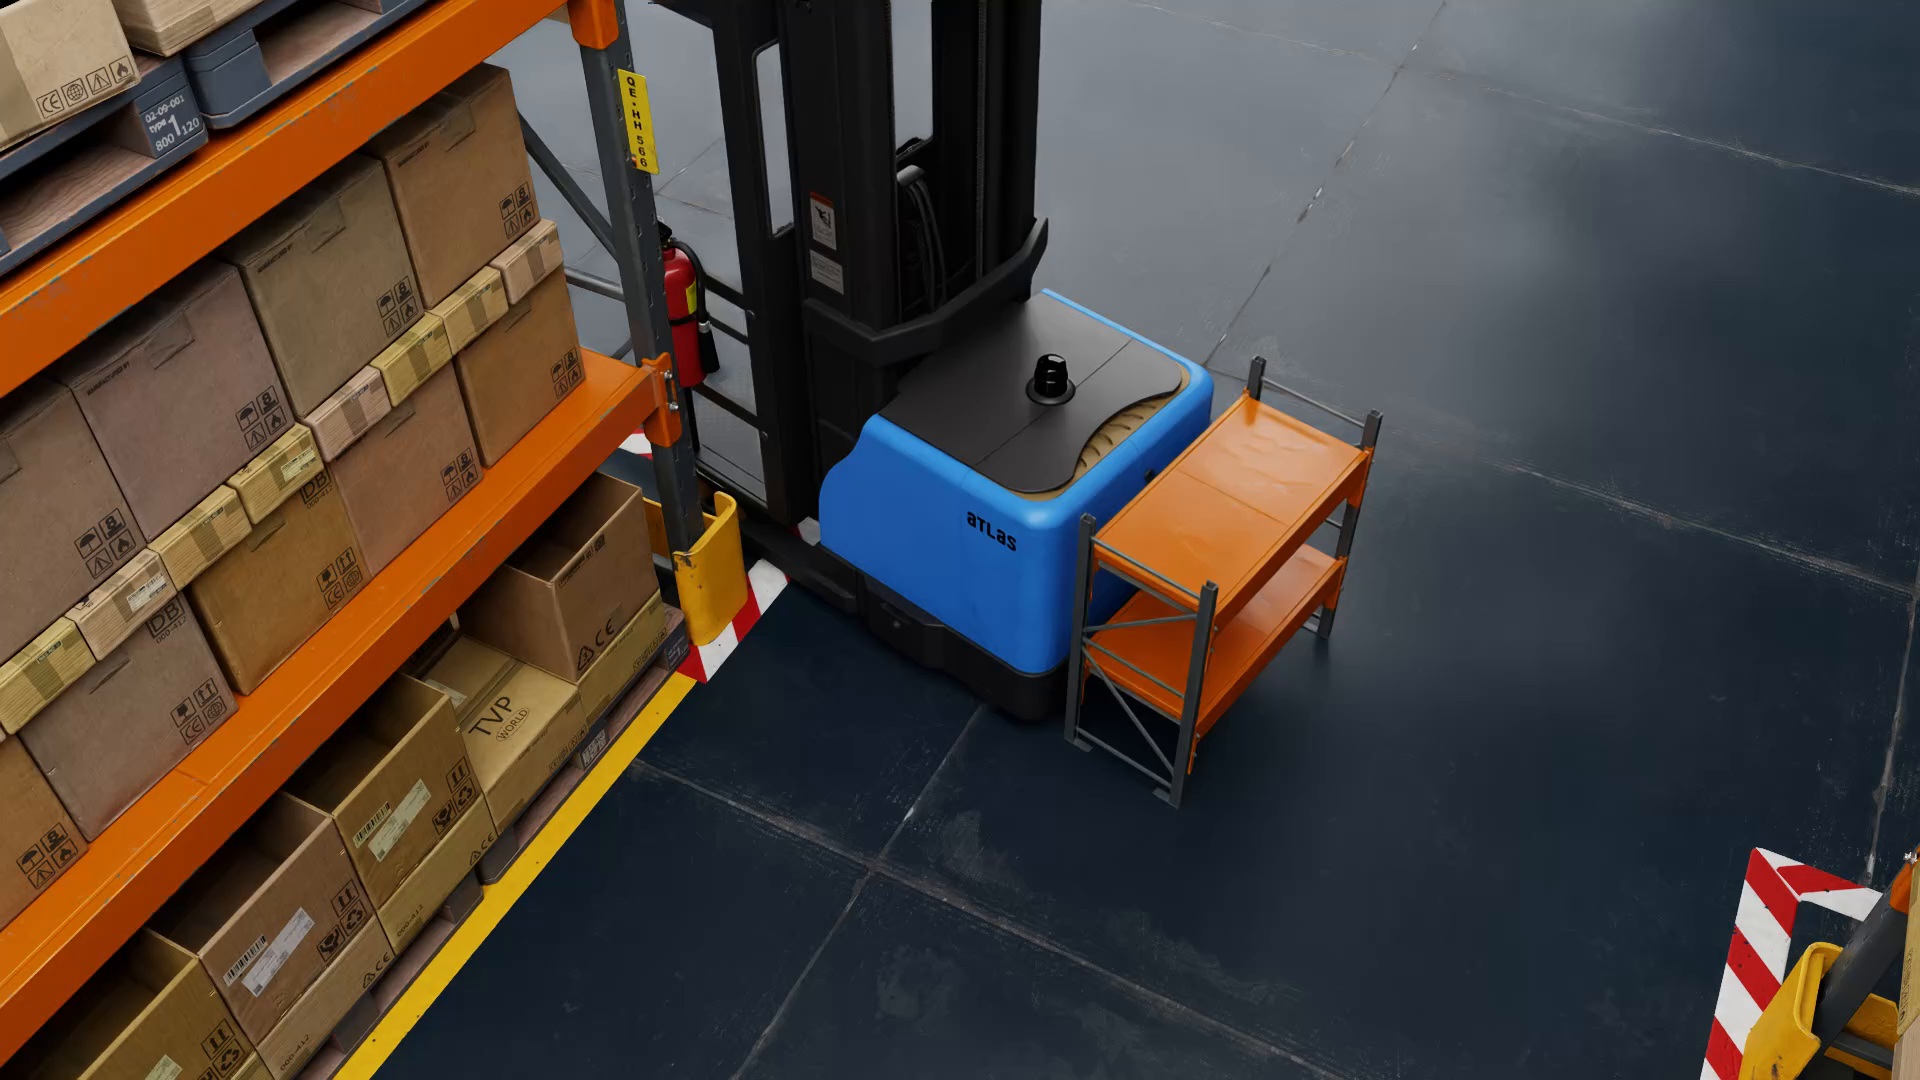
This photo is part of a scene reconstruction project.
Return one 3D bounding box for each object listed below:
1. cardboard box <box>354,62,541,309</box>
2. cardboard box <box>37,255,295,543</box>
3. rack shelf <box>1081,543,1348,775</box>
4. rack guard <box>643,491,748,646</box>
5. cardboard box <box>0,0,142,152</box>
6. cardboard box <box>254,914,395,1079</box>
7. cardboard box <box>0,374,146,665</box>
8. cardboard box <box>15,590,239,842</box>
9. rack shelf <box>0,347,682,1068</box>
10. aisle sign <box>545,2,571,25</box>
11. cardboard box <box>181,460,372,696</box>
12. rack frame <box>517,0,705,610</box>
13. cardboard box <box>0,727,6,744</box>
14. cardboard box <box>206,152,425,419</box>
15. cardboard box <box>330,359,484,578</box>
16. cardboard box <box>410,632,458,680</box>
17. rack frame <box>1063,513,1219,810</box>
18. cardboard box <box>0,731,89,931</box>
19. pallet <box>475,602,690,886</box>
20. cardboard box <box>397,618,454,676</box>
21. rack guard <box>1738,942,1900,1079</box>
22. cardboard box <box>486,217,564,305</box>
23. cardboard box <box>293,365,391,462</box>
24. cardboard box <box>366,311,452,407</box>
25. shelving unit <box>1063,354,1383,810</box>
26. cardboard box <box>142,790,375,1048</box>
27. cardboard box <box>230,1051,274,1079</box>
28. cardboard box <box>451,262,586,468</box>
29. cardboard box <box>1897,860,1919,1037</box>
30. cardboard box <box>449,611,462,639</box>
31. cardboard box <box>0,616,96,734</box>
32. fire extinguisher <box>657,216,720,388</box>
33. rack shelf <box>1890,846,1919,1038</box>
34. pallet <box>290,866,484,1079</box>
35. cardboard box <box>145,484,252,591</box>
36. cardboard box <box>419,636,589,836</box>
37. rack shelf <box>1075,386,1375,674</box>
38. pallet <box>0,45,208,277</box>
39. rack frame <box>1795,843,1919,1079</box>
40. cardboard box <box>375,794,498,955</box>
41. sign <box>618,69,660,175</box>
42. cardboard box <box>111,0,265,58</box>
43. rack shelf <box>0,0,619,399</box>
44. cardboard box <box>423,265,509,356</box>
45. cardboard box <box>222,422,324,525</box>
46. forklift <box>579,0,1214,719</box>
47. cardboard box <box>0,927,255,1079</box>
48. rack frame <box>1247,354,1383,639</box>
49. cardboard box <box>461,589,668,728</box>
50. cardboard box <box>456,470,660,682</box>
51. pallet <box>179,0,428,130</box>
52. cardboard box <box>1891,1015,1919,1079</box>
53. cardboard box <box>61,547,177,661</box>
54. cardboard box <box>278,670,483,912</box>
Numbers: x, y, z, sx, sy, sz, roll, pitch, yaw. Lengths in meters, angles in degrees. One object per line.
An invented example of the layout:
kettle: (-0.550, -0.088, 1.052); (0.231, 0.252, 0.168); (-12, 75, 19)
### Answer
cardboard box: (-1.669, -1.087, 4.733); (0.700, 0.500, 0.500); (21, 49, 19)
cardboard box: (-2.142, -0.436, 4.090); (0.700, 0.500, 0.500); (21, 49, 19)
rack shelf: (0.900, 0.319, 5.987); (0.538, 0.278, 1.000); (30, 52, 26)
rack guard: (-1.405, -0.055, 6.453); (1.175, 0.500, 0.348); (20, 49, 19)
cardboard box: (-1.976, -0.976, 3.166); (0.500, 0.311, 0.500); (26, 51, 23)
cardboard box: (-2.089, 1.284, 5.010); (0.500, 0.250, 0.500); (20, 49, 19)
cardboard box: (-2.374, -0.120, 3.778); (0.700, 0.500, 0.500); (20, 49, 19)
cardboard box: (-2.361, 0.312, 4.262); (0.700, 0.500, 0.500); (22, 49, 20)
rack shelf: (-2.345, 0.594, 4.560); (1.077, 0.370, 4.000); (20, 49, 19)
aisle sign: (-1.126, -1.777, 4.570); (0.394, 0.787, 0.004); (20, 49, 19)
cardboard box: (-2.120, -0.021, 4.591); (0.700, 0.500, 0.500); (21, 49, 19)
rack frame: (-1.417, -0.919, 5.549); (1.000, 3.000, 0.127); (20, 49, 19)
cardboard box: (-2.382, 0.419, 3.700); (0.380, 0.149, 0.250); (19, 48, 18)
cardboard box: (-1.908, -0.754, 4.404); (0.700, 0.500, 0.500); (19, 48, 18)
cardboard box: (-1.884, -0.332, 4.899); (0.700, 0.500, 0.500); (22, 49, 20)
cardboard box: (-2.091, 0.481, 5.804); (0.500, 0.250, 0.500); (20, 49, 19)
rack frame: (0.580, 0.429, 5.535); (0.500, 1.125, 0.032); (30, 52, 26)
cardboard box: (-2.598, 0.635, 3.943); (0.700, 0.500, 0.500); (21, 49, 20)
pallet: (-1.734, 0.557, 6.051); (1.003, 0.211, 1.213); (20, 49, 19)
cardboard box: (-2.093, 0.216, 5.538); (0.500, 0.500, 0.500); (20, 49, 19)
rack guard: (2.938, 1.641, 4.777); (1.175, 0.500, 0.348); (20, 49, 19)
cardboard box: (-1.425, -0.879, 4.983); (0.380, 0.149, 0.250); (20, 49, 18)
cardboard box: (-1.783, -0.394, 4.504); (0.380, 0.149, 0.250); (21, 49, 20)
cardboard box: (-1.664, -0.552, 4.660); (0.380, 0.149, 0.250); (20, 49, 18)
shelving unit: (0.900, 0.148, 5.813); (0.538, 1.125, 1.048); (30, 52, 26)
cardboard box: (-2.086, 1.022, 4.742); (0.500, 0.500, 0.500); (20, 49, 19)
cardboard box: (-2.316, 1.601, 4.696); (0.500, 0.250, 0.500); (20, 49, 19)
cardboard box: (-1.645, -0.664, 5.227); (0.700, 0.500, 0.500); (20, 49, 19)
cardboard box: (2.465, 0.963, 3.781); (0.500, 0.250, 0.500); (19, 48, 18)
cardboard box: (-1.863, 0.164, 6.117); (0.500, 0.250, 0.500); (20, 49, 19)
cardboard box: (-2.261, 0.255, 3.862); (0.380, 0.149, 0.250); (20, 49, 19)
fire extinguisher: (-0.950, -0.813, 5.499); (0.296, 0.674, 0.183); (20, 49, 19)
rack shelf: (2.044, 2.227, 2.946); (1.077, 0.370, 4.000); (20, 49, 19)
pallet: (-2.302, 1.322, 5.294); (1.003, 0.211, 1.213); (20, 49, 19)
cardboard box: (-2.025, -0.062, 4.176); (0.380, 0.149, 0.250); (22, 49, 20)
cardboard box: (-1.625, 0.654, 5.632); (0.500, 0.250, 0.500); (20, 49, 19)
rack shelf: (0.900, -0.058, 5.604); (0.538, 0.278, 1.000); (30, 52, 26)
pallet: (-2.333, -0.734, 3.320); (1.003, 0.211, 1.213); (20, 49, 19)
rack frame: (2.973, 0.714, 3.935); (1.000, 3.000, 0.127); (20, 49, 19)
cardboard box: (-1.856, 0.970, 5.320); (0.500, 0.250, 0.500); (20, 49, 19)
sign: (-0.942, -1.221, 4.867); (0.100, 0.325, 0.005); (20, 49, 19)
cardboard box: (-1.718, -1.305, 3.534); (0.500, 0.250, 0.500); (20, 49, 19)
rack shelf: (-2.345, -0.461, 3.493); (1.077, 0.370, 4.000); (20, 49, 19)
cardboard box: (-1.545, -0.713, 4.820); (0.380, 0.149, 0.250); (22, 49, 20)
cardboard box: (-1.904, -0.229, 4.341); (0.380, 0.149, 0.250); (22, 49, 20)
forklift: (-0.540, -1.282, 5.956); (3.031, 2.935, 1.130); (31, 53, 27)
cardboard box: (-2.317, 1.337, 4.430); (0.500, 0.500, 0.500); (20, 49, 19)
rack frame: (1.219, -0.134, 6.091); (0.500, 1.125, 0.032); (30, 52, 26)
cardboard box: (-1.404, 0.335, 5.948); (0.500, 0.250, 0.500); (20, 49, 19)
cardboard box: (-1.402, 0.072, 5.680); (0.500, 0.500, 0.500); (20, 49, 19)
pallet: (-1.768, -1.505, 4.082); (1.003, 0.211, 1.213); (20, 49, 19)
cardboard box: (2.237, 1.294, 3.453); (0.500, 0.250, 0.500); (19, 48, 18)
cardboard box: (-2.143, 0.099, 4.016); (0.380, 0.149, 0.250); (20, 49, 19)
cardboard box: (-1.853, 0.707, 5.053); (0.500, 0.500, 0.500); (20, 49, 19)
